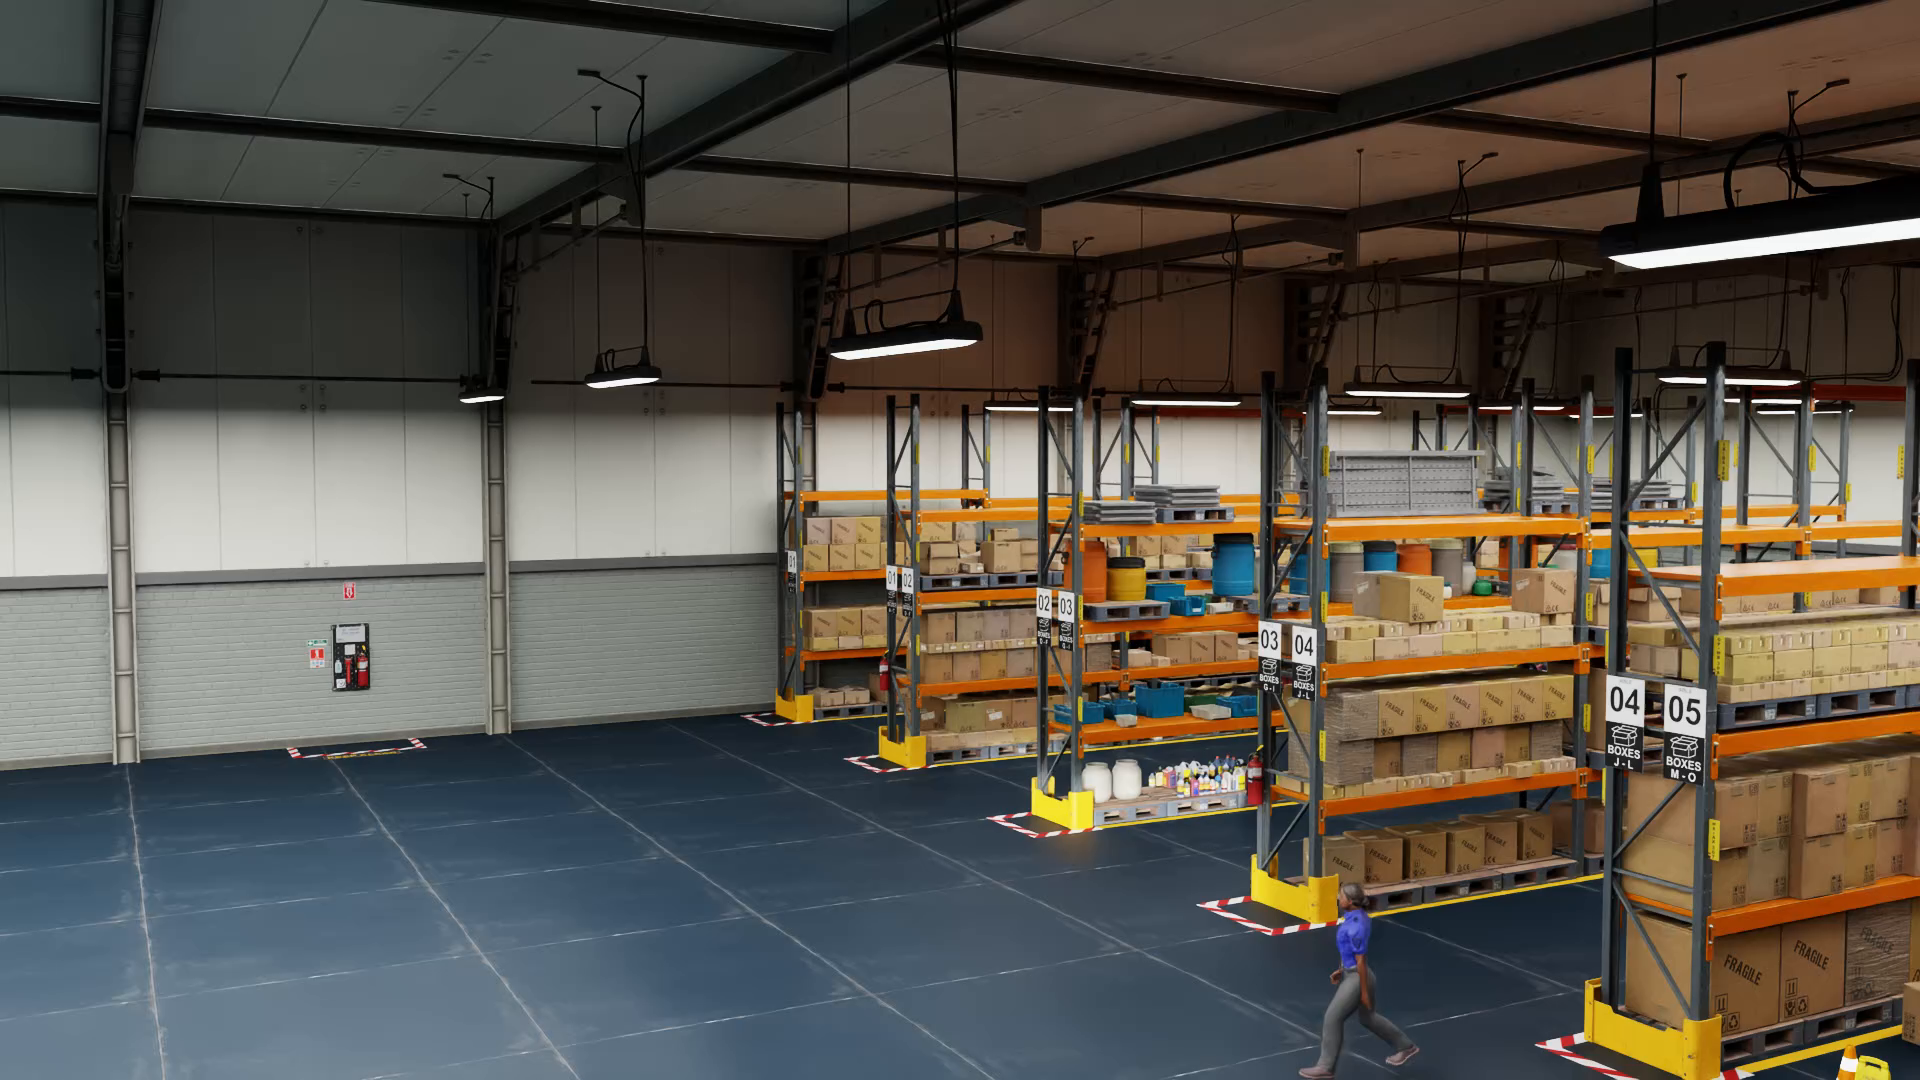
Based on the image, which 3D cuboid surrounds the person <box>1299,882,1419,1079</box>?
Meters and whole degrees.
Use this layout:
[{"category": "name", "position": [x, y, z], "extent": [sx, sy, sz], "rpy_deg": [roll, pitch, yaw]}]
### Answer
[{"category": "person", "position": [3.268, 3.570, 13.561], "extent": [1.018, 1.596, 0.514], "rpy_deg": [0, 3, 1]}]
